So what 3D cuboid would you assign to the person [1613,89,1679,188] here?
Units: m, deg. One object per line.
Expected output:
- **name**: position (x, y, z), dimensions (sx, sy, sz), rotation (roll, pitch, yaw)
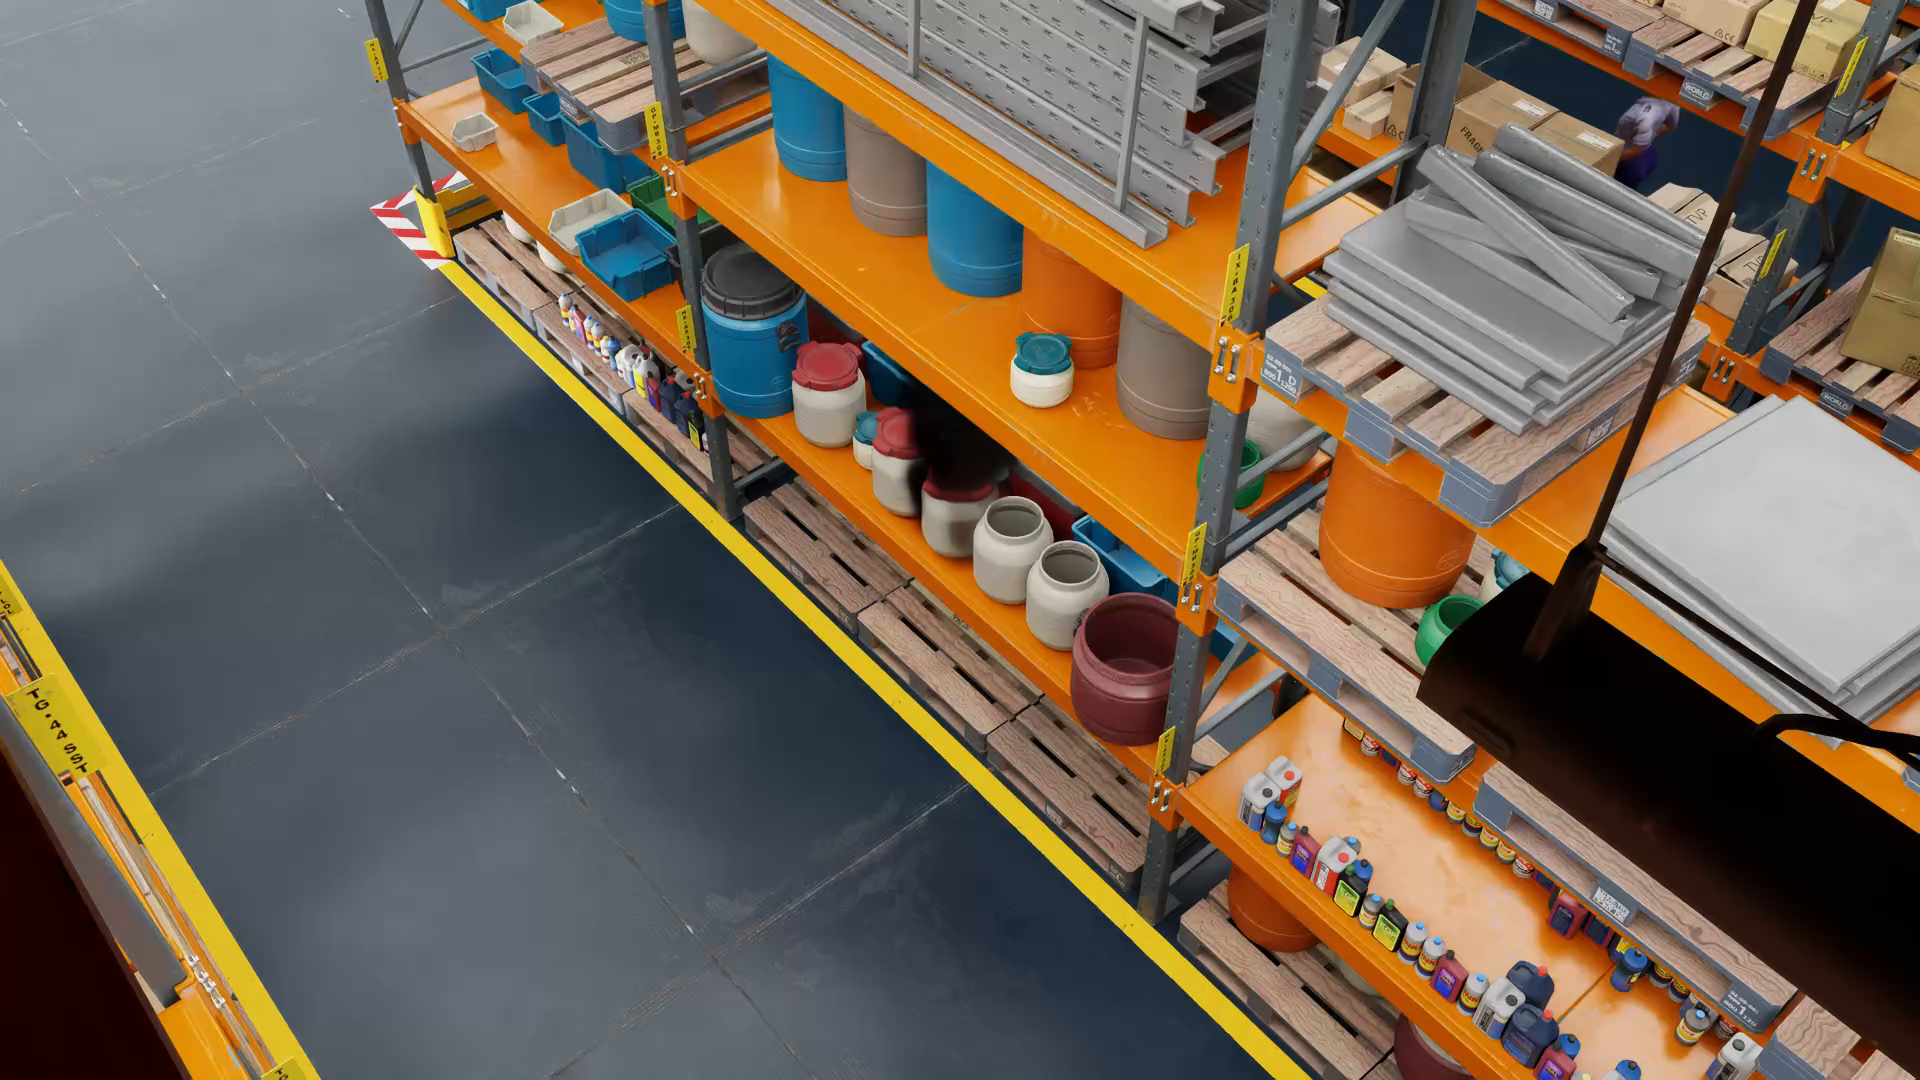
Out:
- **person**: position (5.113, -2.825, 12.580), dimensions (0.575, 1.609, 0.614), rotation (35, 56, 28)
